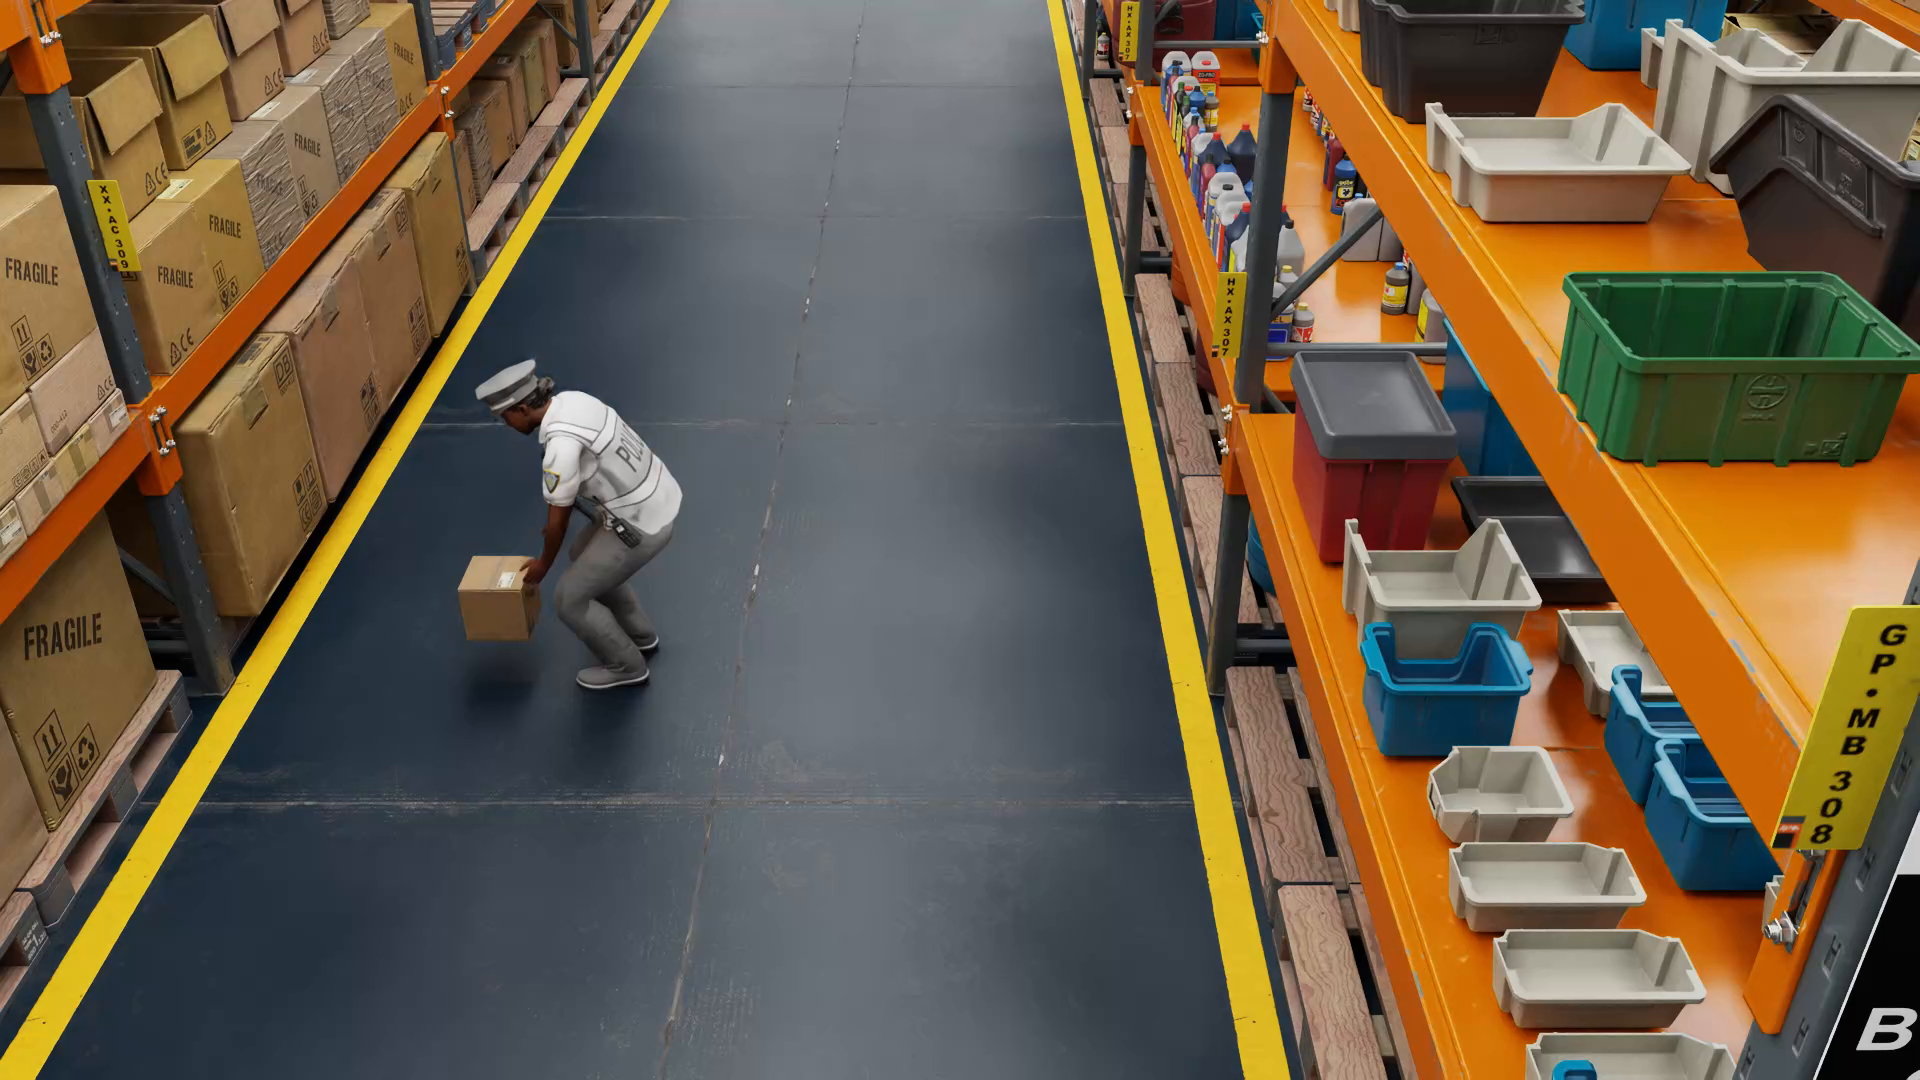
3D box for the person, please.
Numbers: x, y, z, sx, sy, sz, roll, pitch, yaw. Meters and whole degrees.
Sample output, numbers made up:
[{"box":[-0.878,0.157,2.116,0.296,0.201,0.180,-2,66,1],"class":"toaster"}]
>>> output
[{"box":[-1.443,-0.053,6.493,0.707,1.388,0.496,0,32,0],"class":"person"}]
